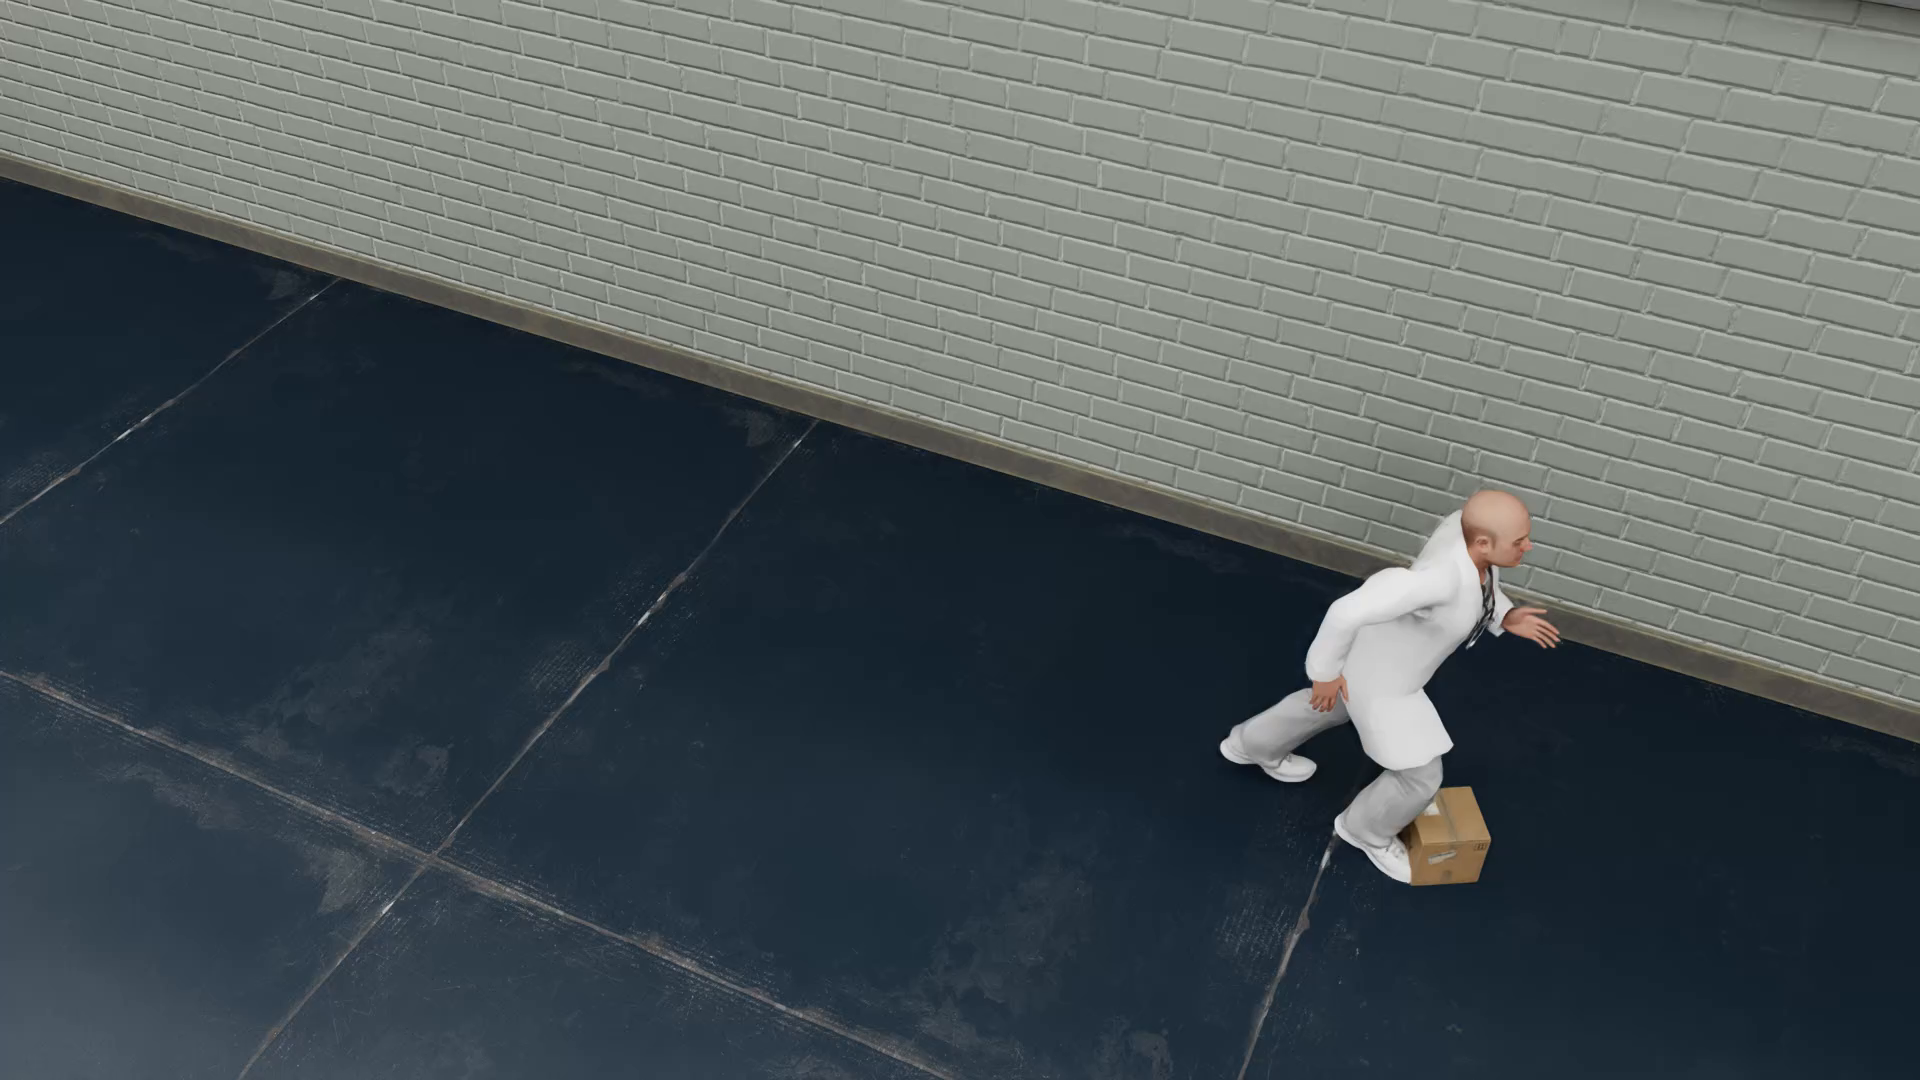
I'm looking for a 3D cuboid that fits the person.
[{"bbox_3d":[1.442,0.459,5.703,1.046,1.720,0.693,14,43,15],"label":"person"}]
